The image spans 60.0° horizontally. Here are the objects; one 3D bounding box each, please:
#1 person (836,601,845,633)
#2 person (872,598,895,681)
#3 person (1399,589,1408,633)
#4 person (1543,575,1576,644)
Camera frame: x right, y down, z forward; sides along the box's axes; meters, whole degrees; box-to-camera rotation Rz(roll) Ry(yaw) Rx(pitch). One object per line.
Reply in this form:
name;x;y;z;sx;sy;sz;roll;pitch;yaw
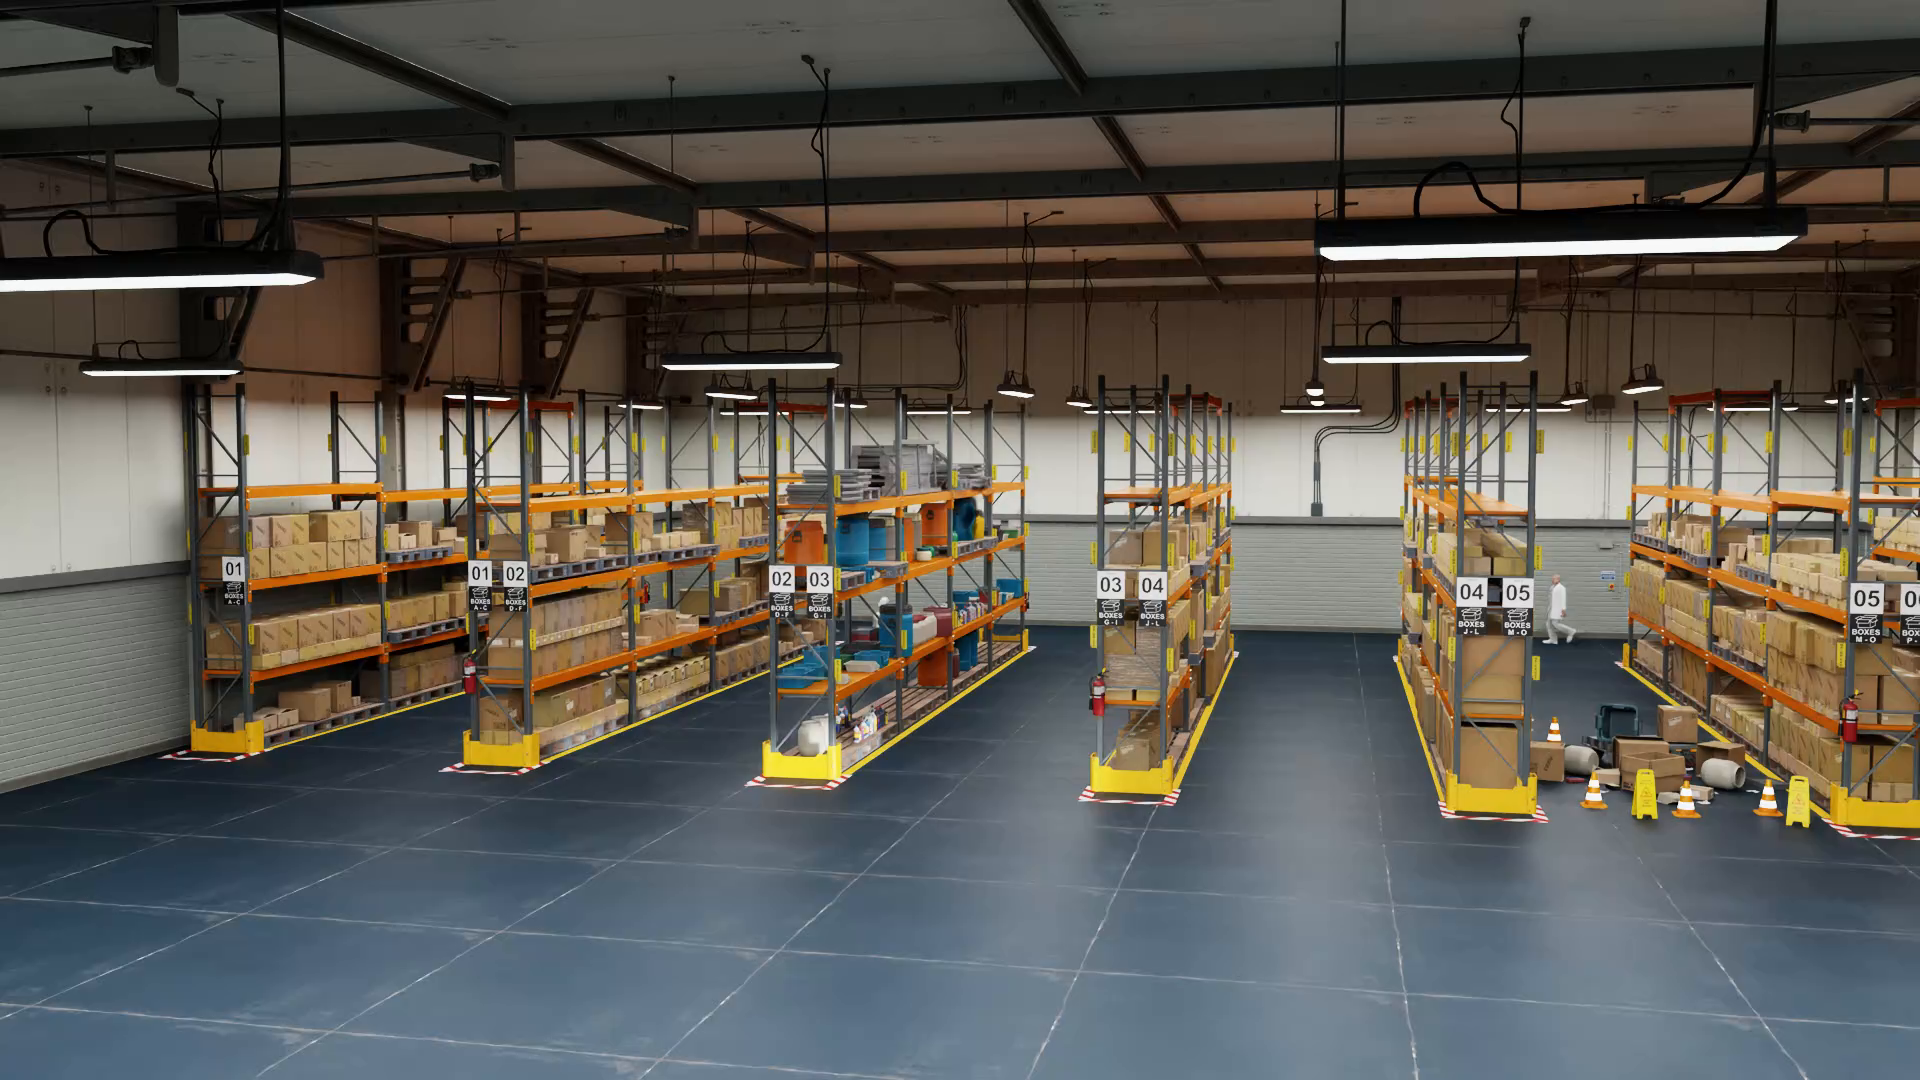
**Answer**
person;-3.365;1.581;44.062;0.544;1.767;0.625;1;3;19
person;-1.573;2.092;35.174;0.604;1.764;0.479;-1;3;-13
person;11.381;1.734;41.872;0.638;1.813;0.528;1;3;19
person;14.975;1.736;41.581;0.716;1.750;0.636;0;3;-3
